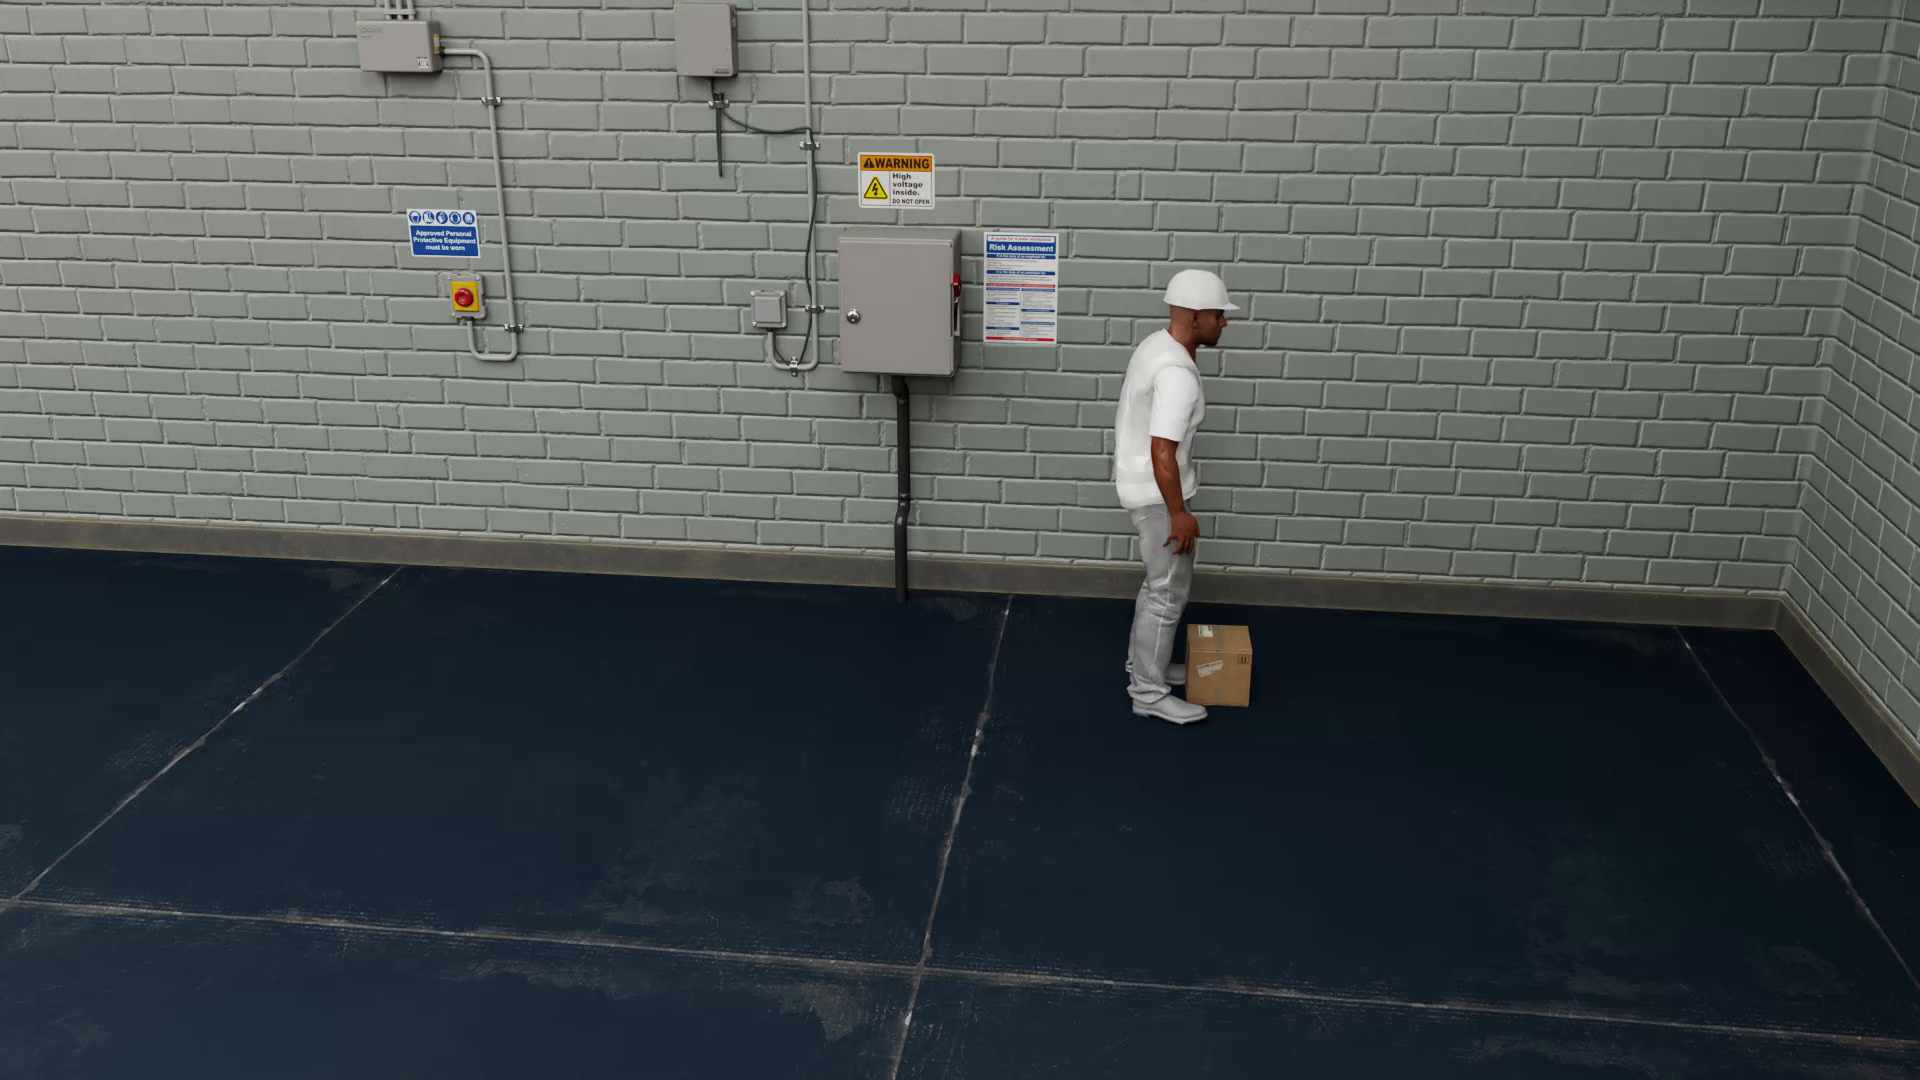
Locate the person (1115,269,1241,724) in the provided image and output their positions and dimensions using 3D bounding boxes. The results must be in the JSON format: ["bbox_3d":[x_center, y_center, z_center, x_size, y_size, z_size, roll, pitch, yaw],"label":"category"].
[{"bbox_3d":[0.832,-0.188,6.546,0.458,1.761,0.638,2,21,4],"label":"person"}]
